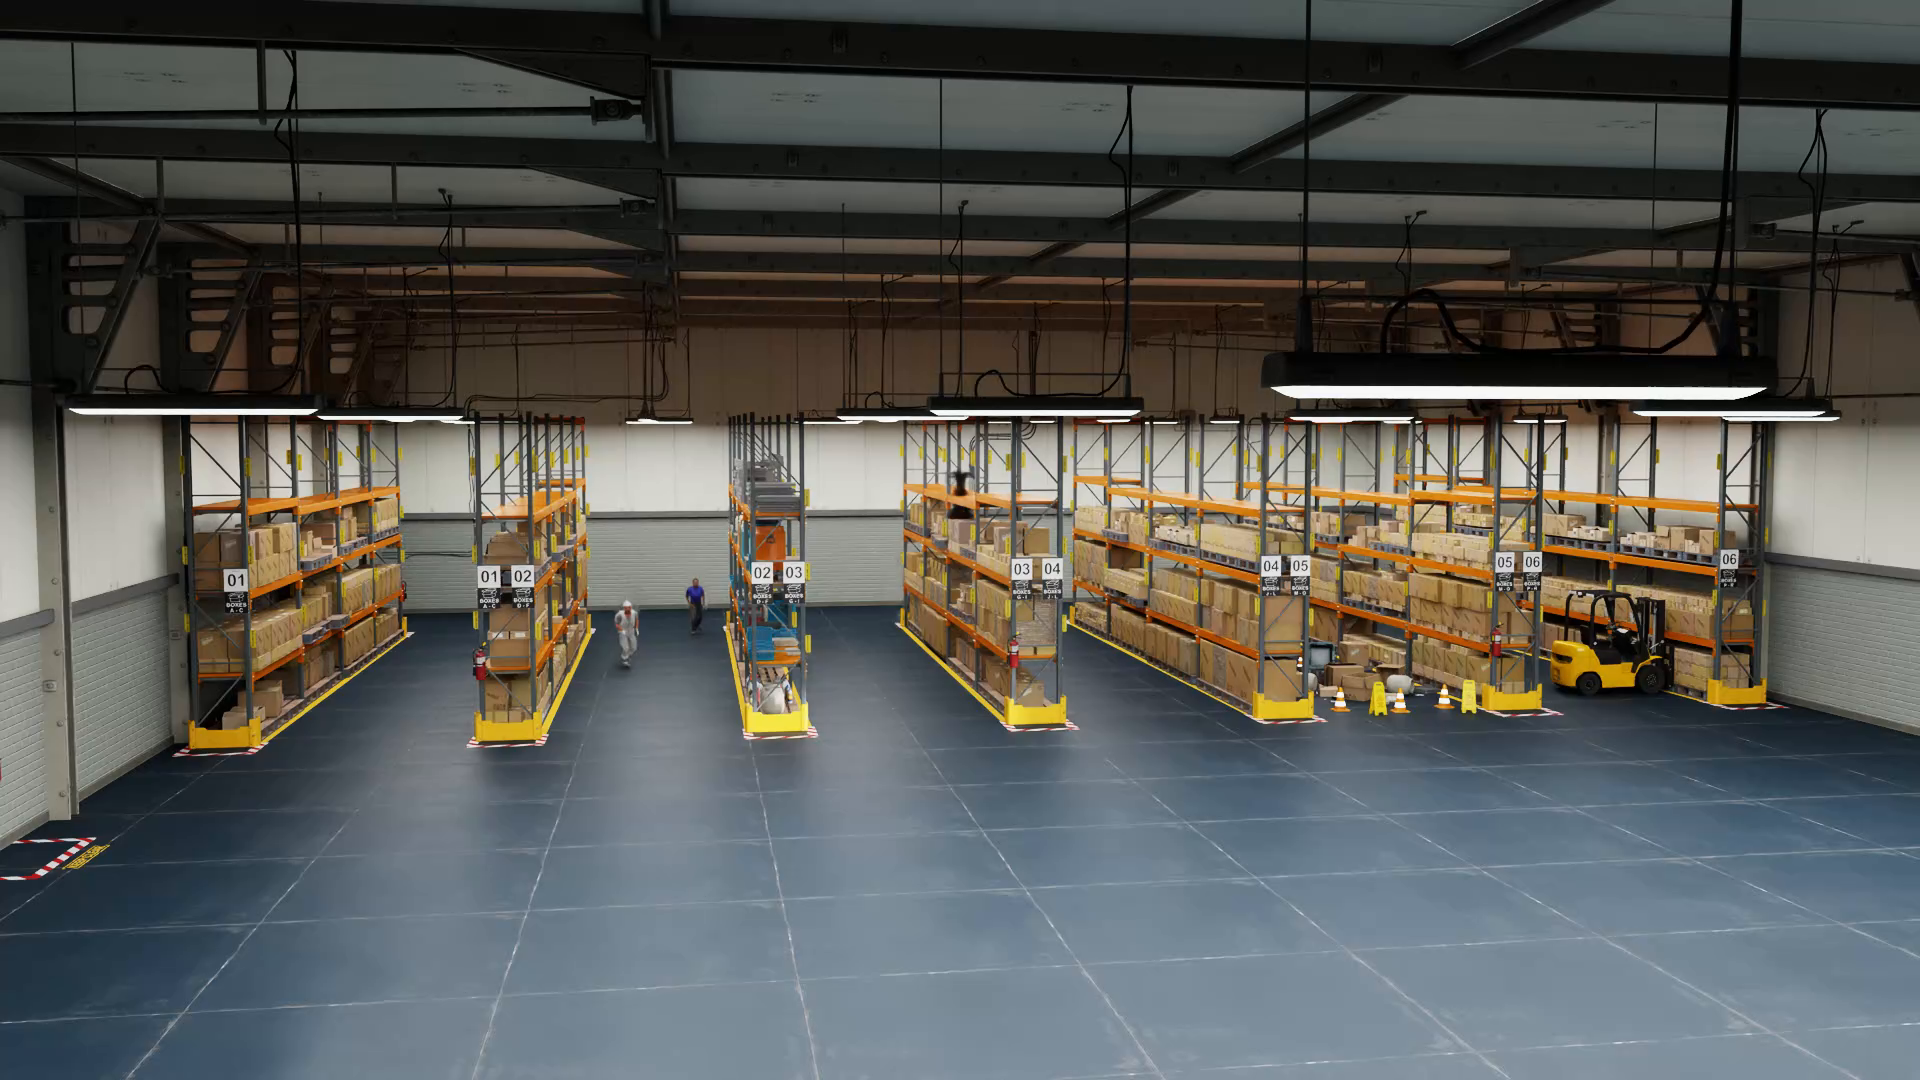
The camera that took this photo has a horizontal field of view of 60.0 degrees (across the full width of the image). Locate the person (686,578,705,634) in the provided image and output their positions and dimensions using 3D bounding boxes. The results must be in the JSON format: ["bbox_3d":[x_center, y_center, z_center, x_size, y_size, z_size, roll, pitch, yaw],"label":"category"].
[{"bbox_3d":[-7.340,1.817,46.078,0.583,1.565,0.778,-2,4,-27],"label":"person"}]

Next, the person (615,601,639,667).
[{"bbox_3d":[-7.942,2.220,39.556,0.637,1.616,0.896,-3,5,-33],"label":"person"}]

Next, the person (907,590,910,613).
[{"bbox_3d":[-1.414,1.636,49.176,0.610,1.514,0.589,1,4,20],"label":"person"}]

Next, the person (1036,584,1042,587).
[{"bbox_3d":[2.087,1.735,45.878,0.636,1.833,0.854,0,4,-6],"label":"person"}]
